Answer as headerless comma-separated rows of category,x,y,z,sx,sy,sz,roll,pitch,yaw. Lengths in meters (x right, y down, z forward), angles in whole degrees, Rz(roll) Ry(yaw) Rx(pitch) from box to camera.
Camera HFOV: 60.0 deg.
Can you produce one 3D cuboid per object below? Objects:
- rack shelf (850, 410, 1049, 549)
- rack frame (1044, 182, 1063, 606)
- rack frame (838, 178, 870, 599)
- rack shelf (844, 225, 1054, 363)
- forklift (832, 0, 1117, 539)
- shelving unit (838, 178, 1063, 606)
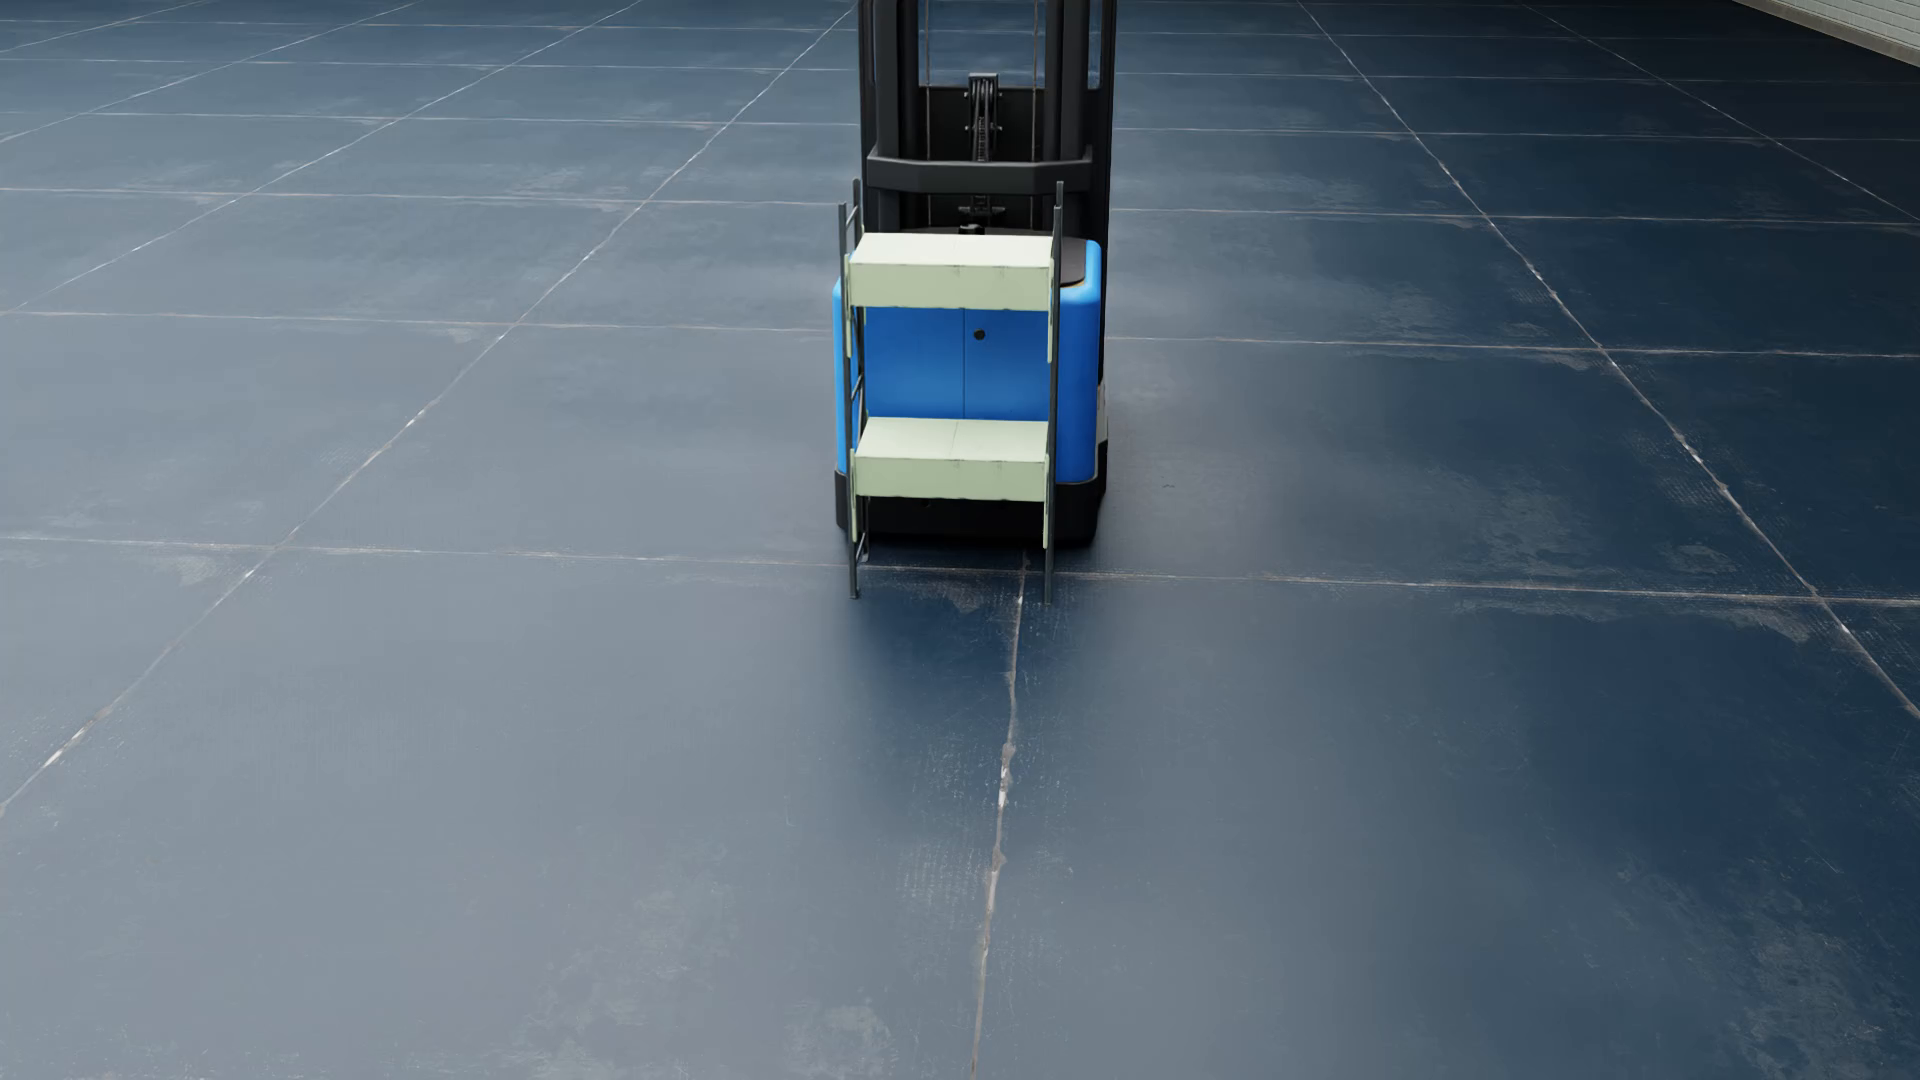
rack shelf,-0.022,-0.233,6.243,0.720,0.370,0.431,2,25,4
rack frame,0.342,-0.517,6.080,0.023,1.500,0.400,2,25,4
rack frame,-0.387,-0.542,6.133,0.023,1.500,0.400,2,25,4
rack shelf,-0.022,-0.884,5.943,0.720,0.370,0.431,2,25,4
forklift,0.134,-1.913,7.401,1.130,2.935,3.031,2,25,4
shelving unit,-0.022,-0.530,6.107,0.755,1.500,0.431,2,25,4
